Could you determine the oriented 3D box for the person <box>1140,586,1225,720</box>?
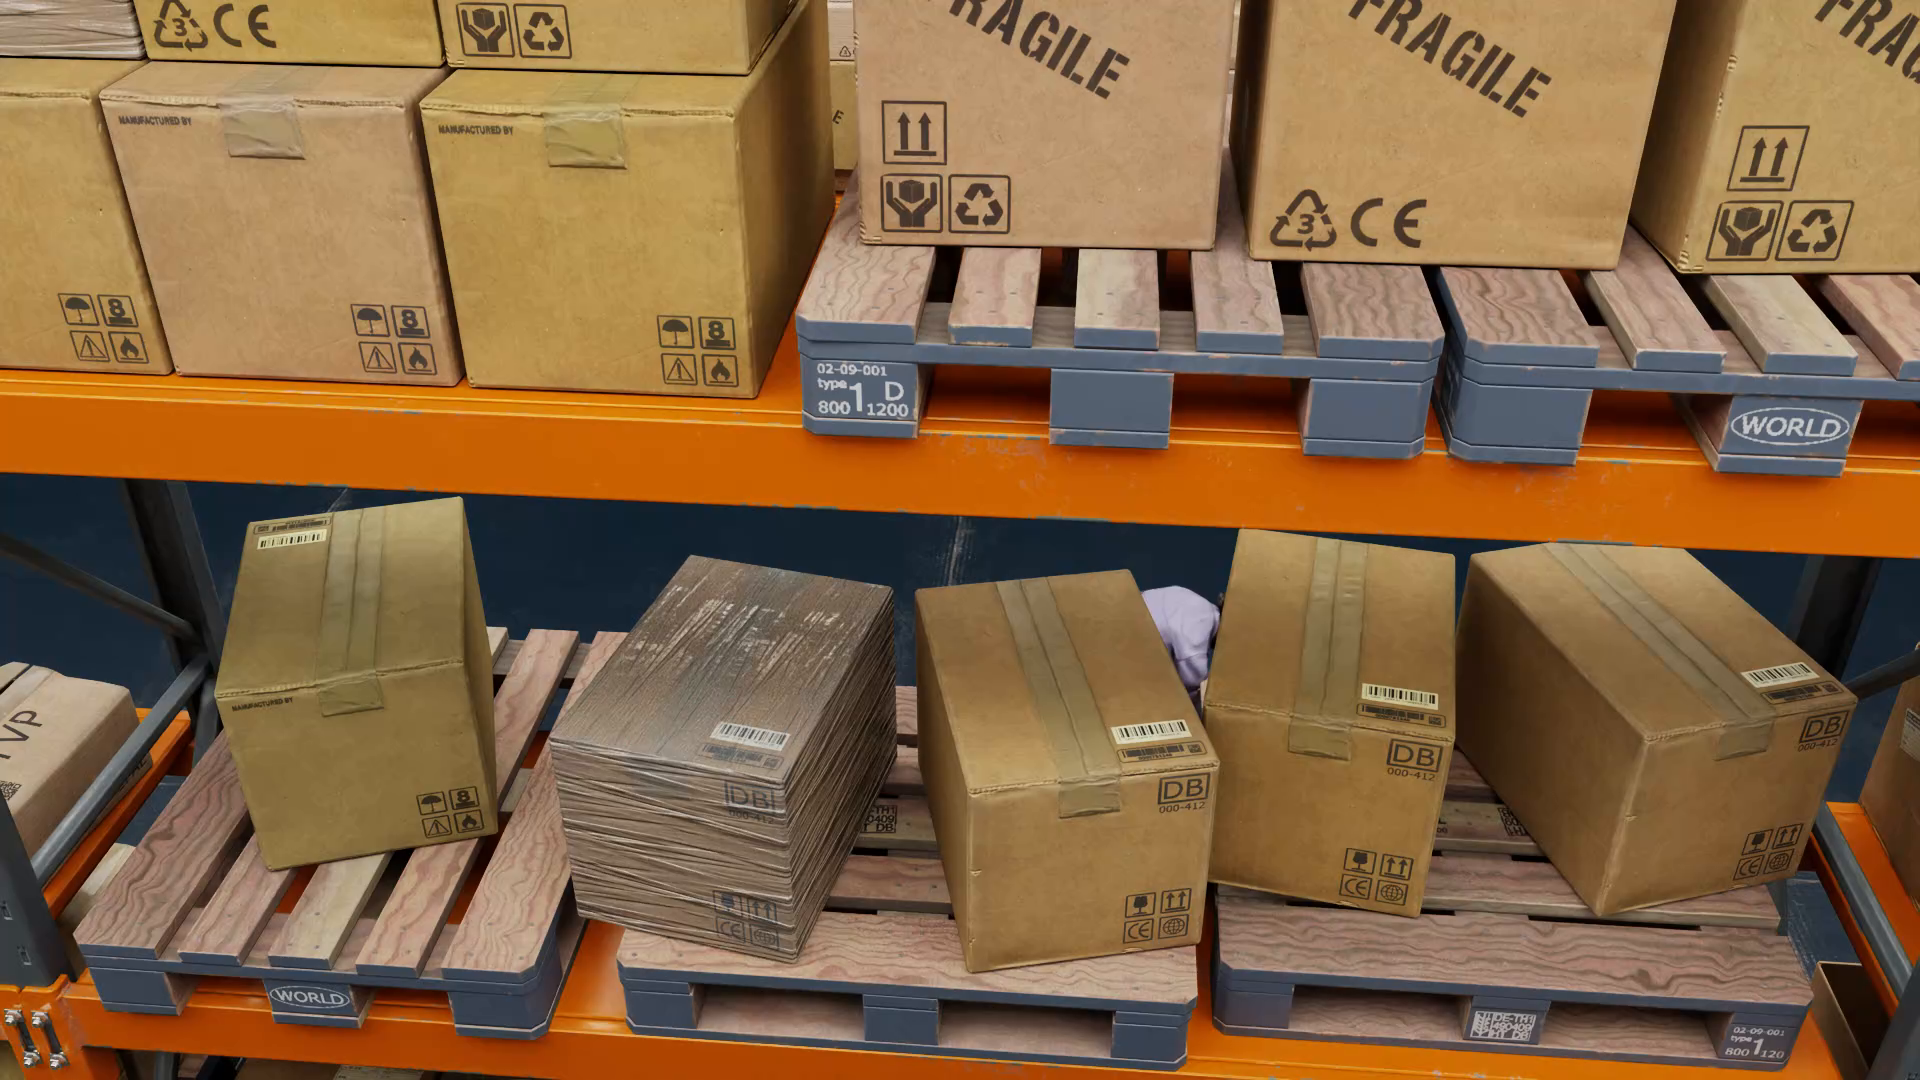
[{"bbox_3d":[0.685,0.526,6.192,0.892,0.744,0.495,2,32,3],"label":"person"}]
